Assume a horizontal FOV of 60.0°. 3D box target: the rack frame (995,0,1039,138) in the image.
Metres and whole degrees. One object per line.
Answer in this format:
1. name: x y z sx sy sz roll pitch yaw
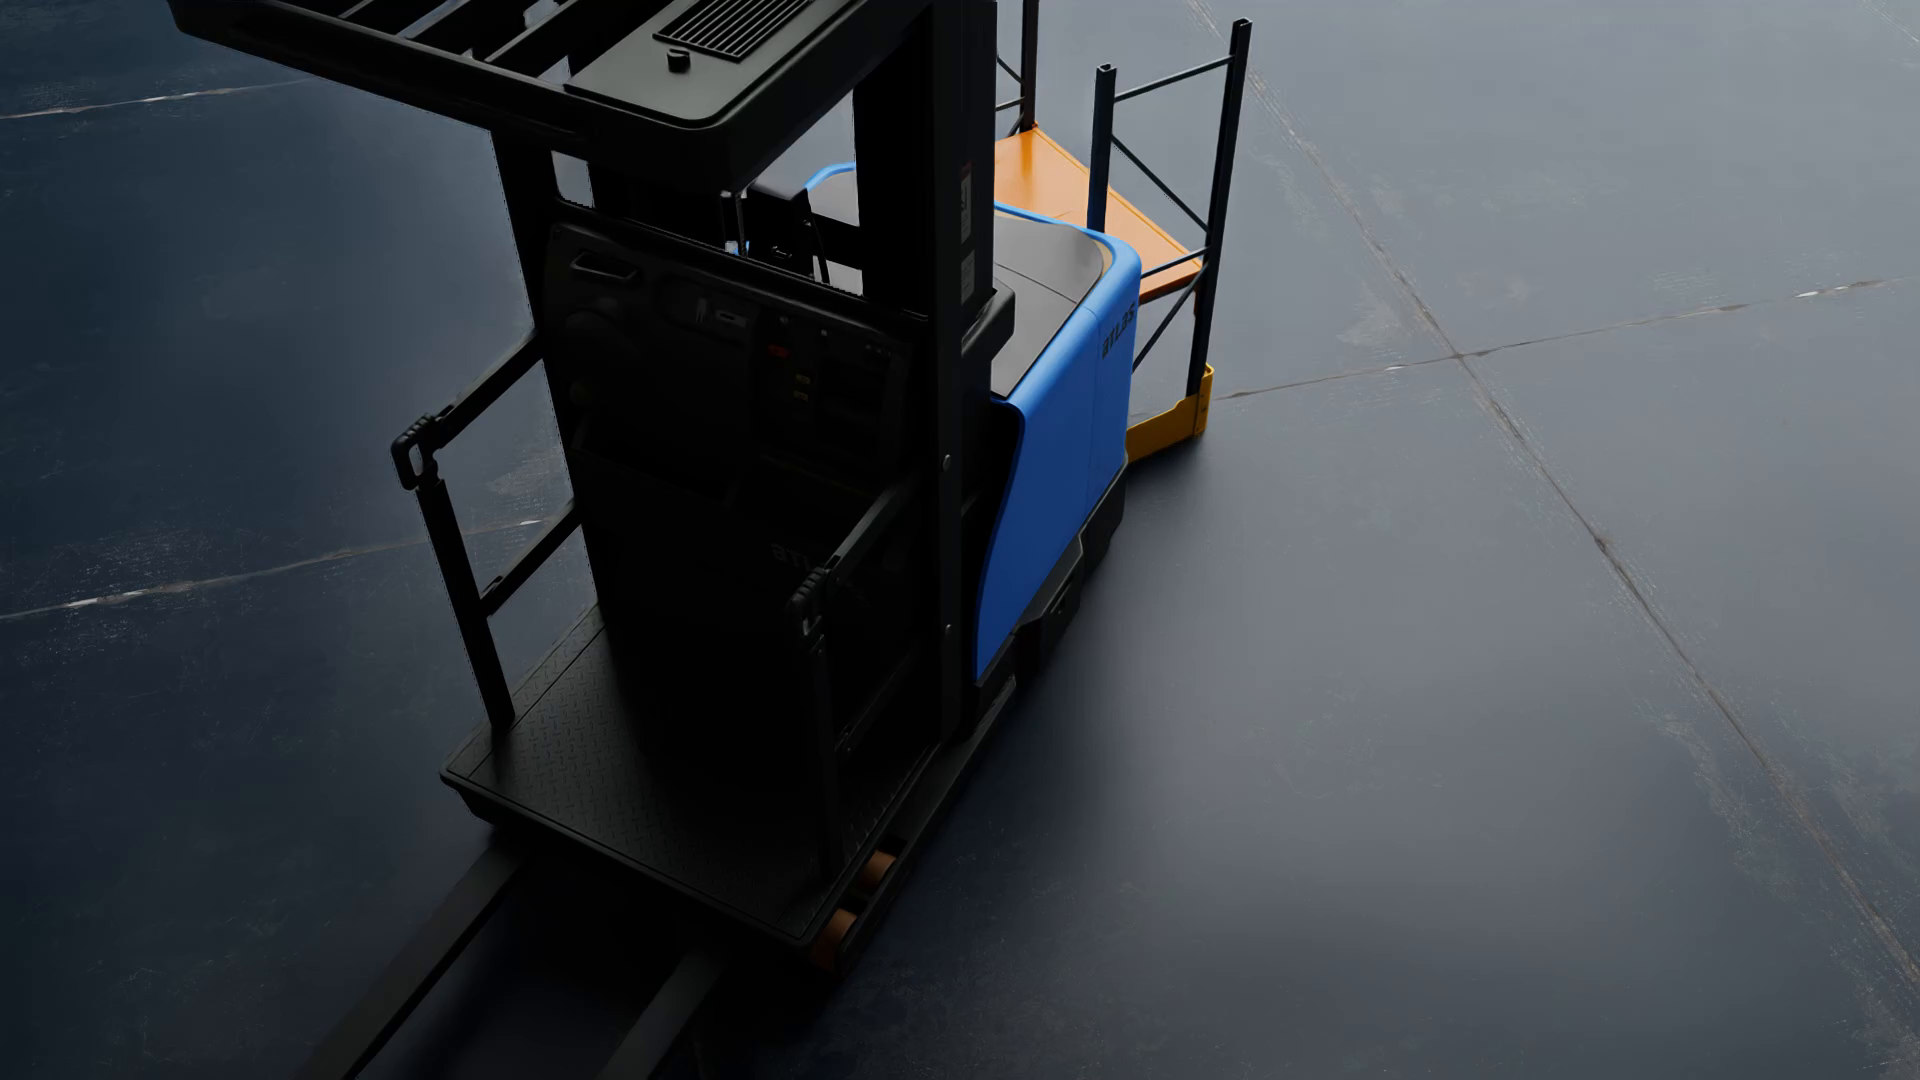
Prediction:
1. rack frame: 0.037 -1.418 5.590 0.500 1.500 0.032 -24 50 -22

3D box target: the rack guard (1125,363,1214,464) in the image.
1. rack guard: 0.568 -0.378 5.445 0.587 0.250 0.087 -24 50 -22

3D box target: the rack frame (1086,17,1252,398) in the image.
1. rack frame: 0.578 -0.803 4.987 0.500 1.500 0.032 -24 50 -22

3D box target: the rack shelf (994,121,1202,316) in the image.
1. rack shelf: 0.308 -0.985 5.417 0.538 0.185 1.000 -24 50 -22

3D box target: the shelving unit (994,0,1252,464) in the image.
1. shelving unit: 0.303 -1.116 5.294 0.587 1.500 1.083 -24 50 -22

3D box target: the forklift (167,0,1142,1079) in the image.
1. forklift: -0.618 -0.313 3.505 1.130 2.935 3.031 21 49 19
